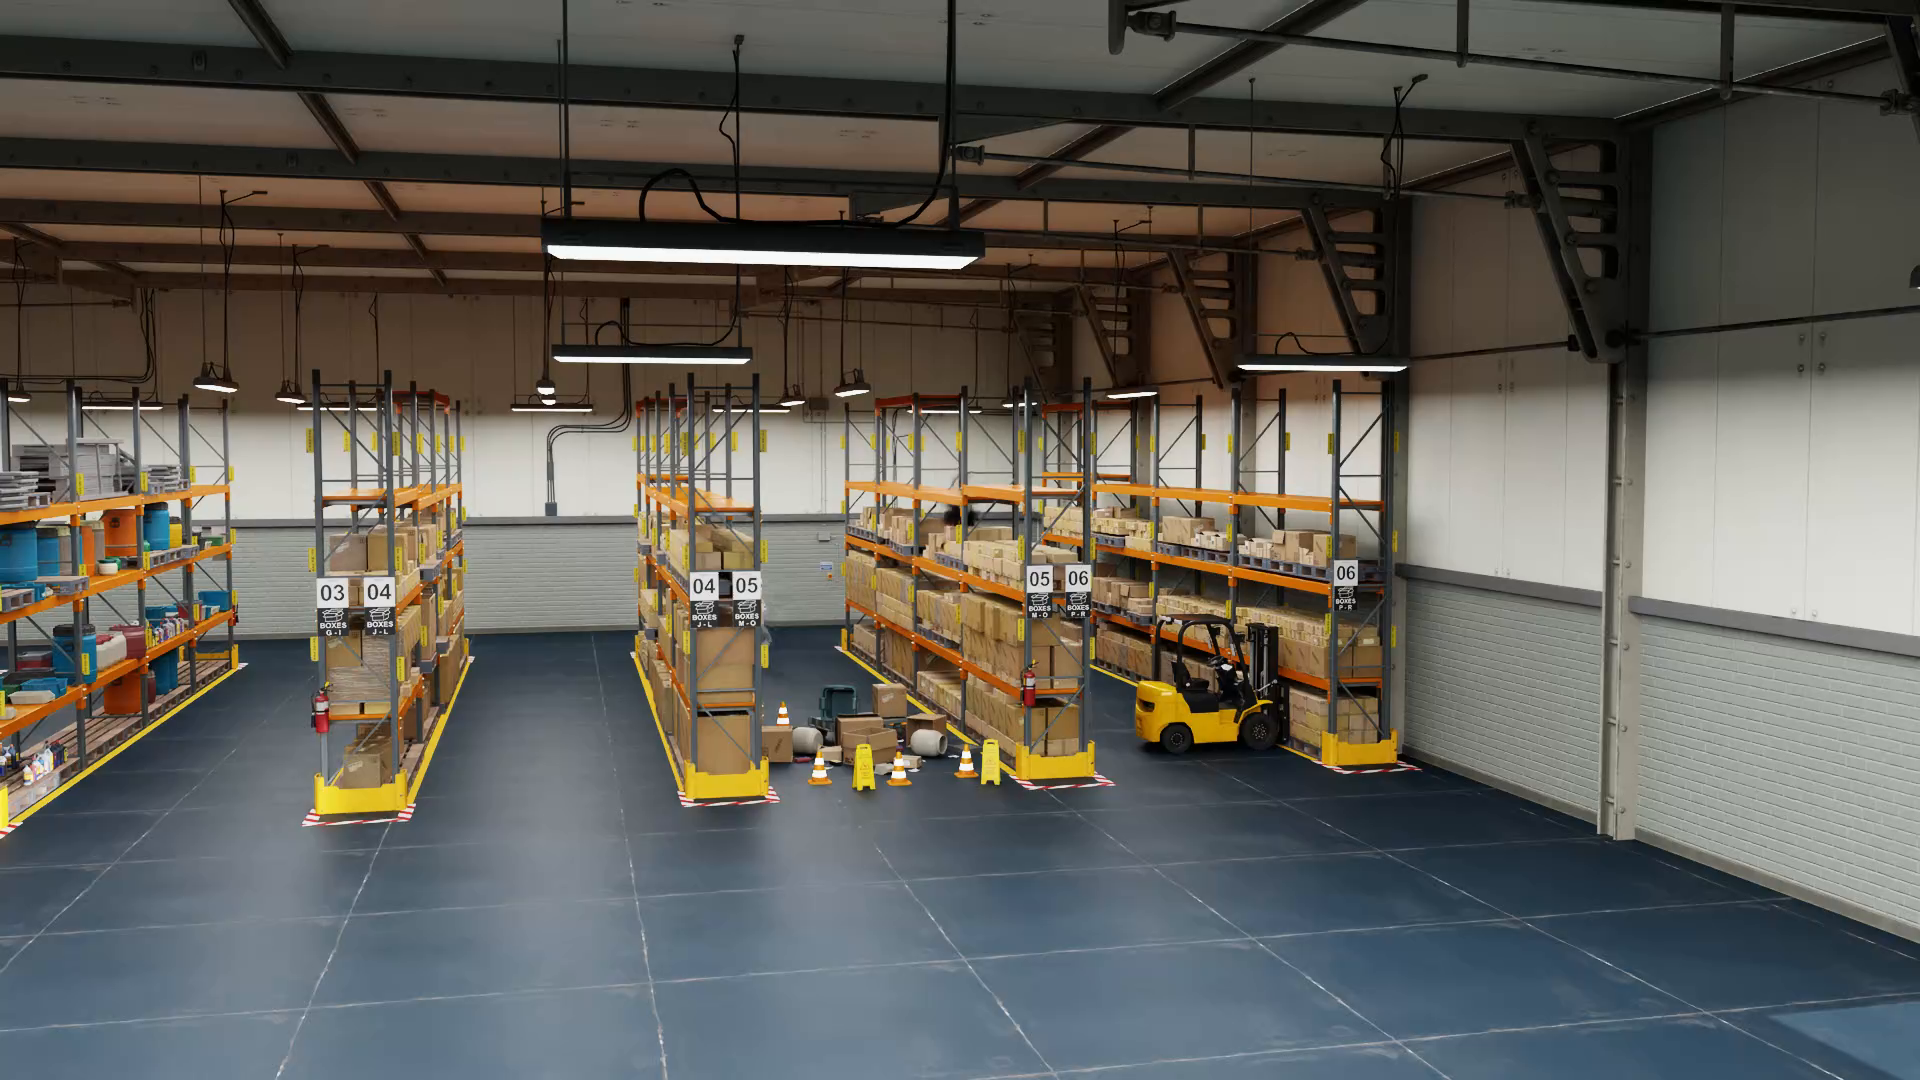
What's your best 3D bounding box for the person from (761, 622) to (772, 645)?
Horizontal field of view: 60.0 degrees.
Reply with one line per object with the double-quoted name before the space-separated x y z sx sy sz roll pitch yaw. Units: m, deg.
"person" -5.095 1.766 40.954 0.943 1.749 0.669 -1 4 -20
